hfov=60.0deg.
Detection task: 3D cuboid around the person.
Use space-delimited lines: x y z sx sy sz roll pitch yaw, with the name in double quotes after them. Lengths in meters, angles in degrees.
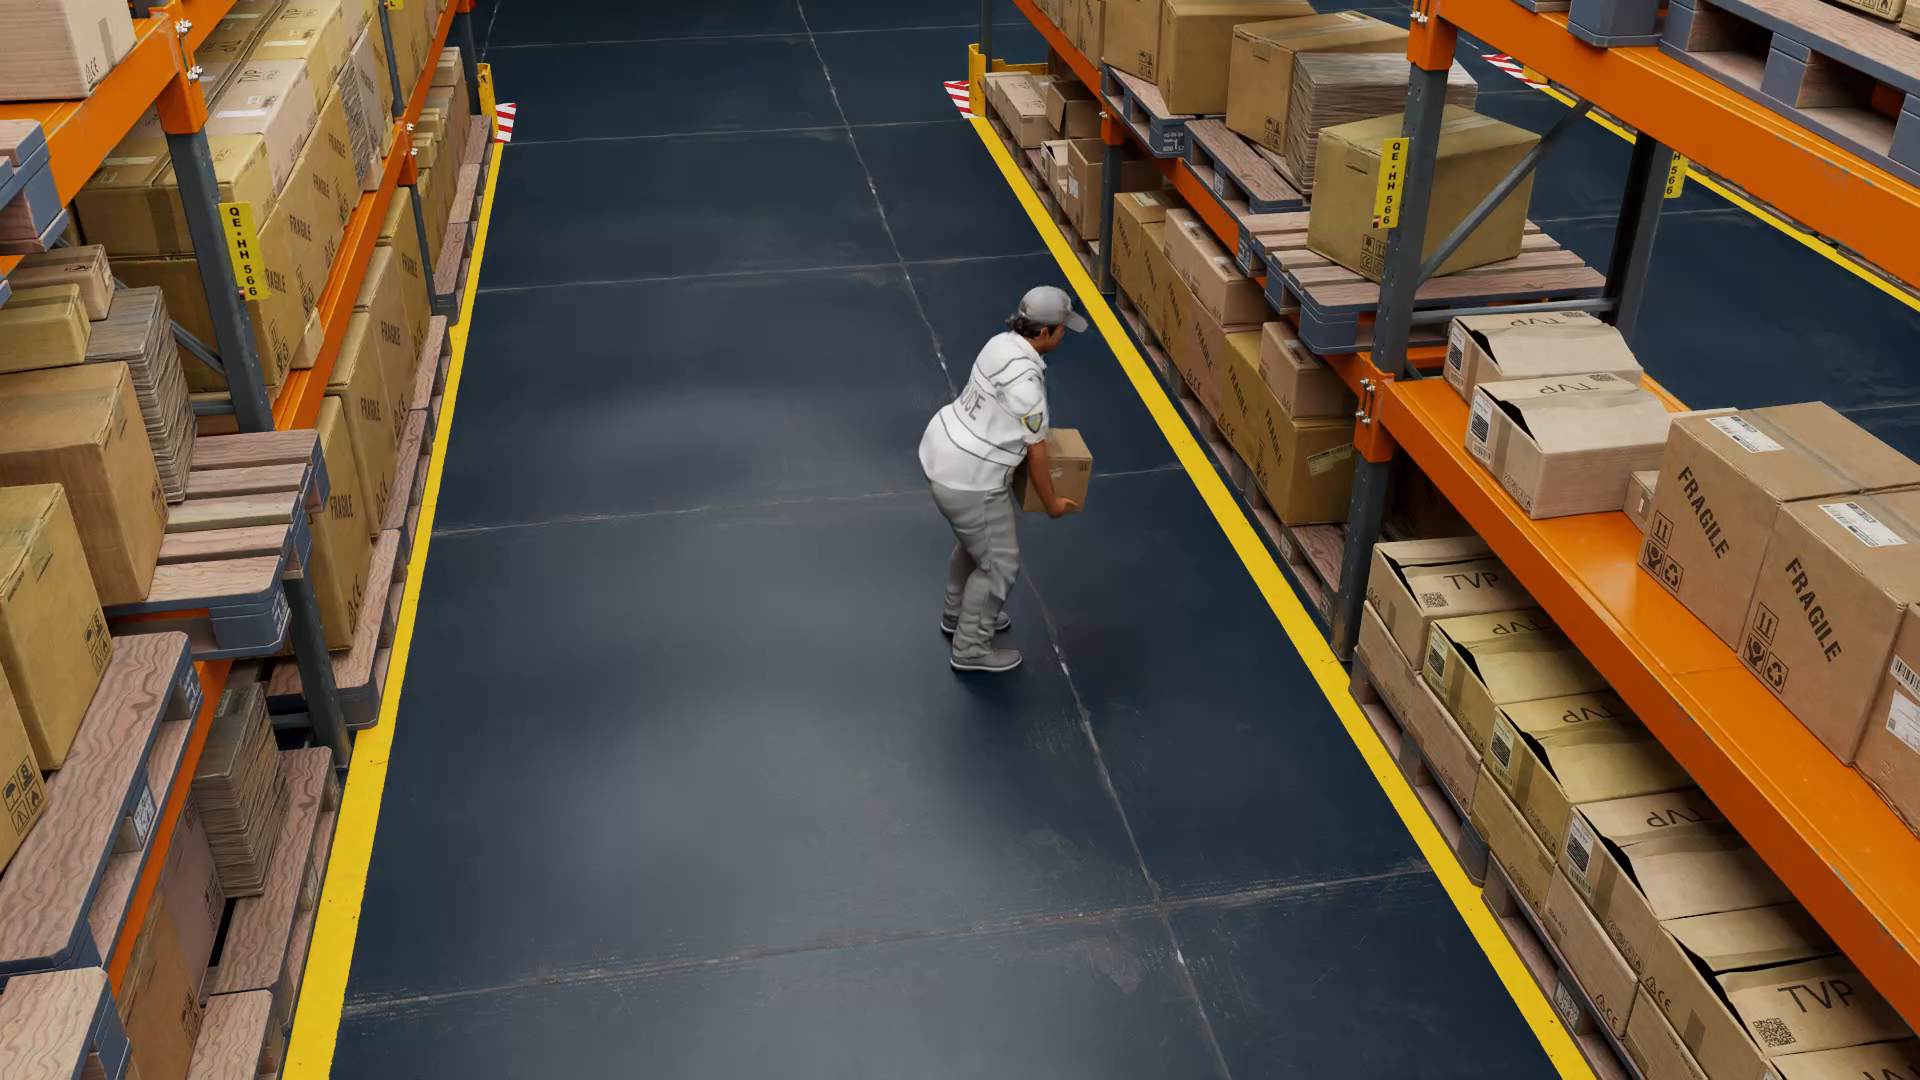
0.170 -0.245 6.619 0.654 1.594 0.452 -6 31 -10 "person"
